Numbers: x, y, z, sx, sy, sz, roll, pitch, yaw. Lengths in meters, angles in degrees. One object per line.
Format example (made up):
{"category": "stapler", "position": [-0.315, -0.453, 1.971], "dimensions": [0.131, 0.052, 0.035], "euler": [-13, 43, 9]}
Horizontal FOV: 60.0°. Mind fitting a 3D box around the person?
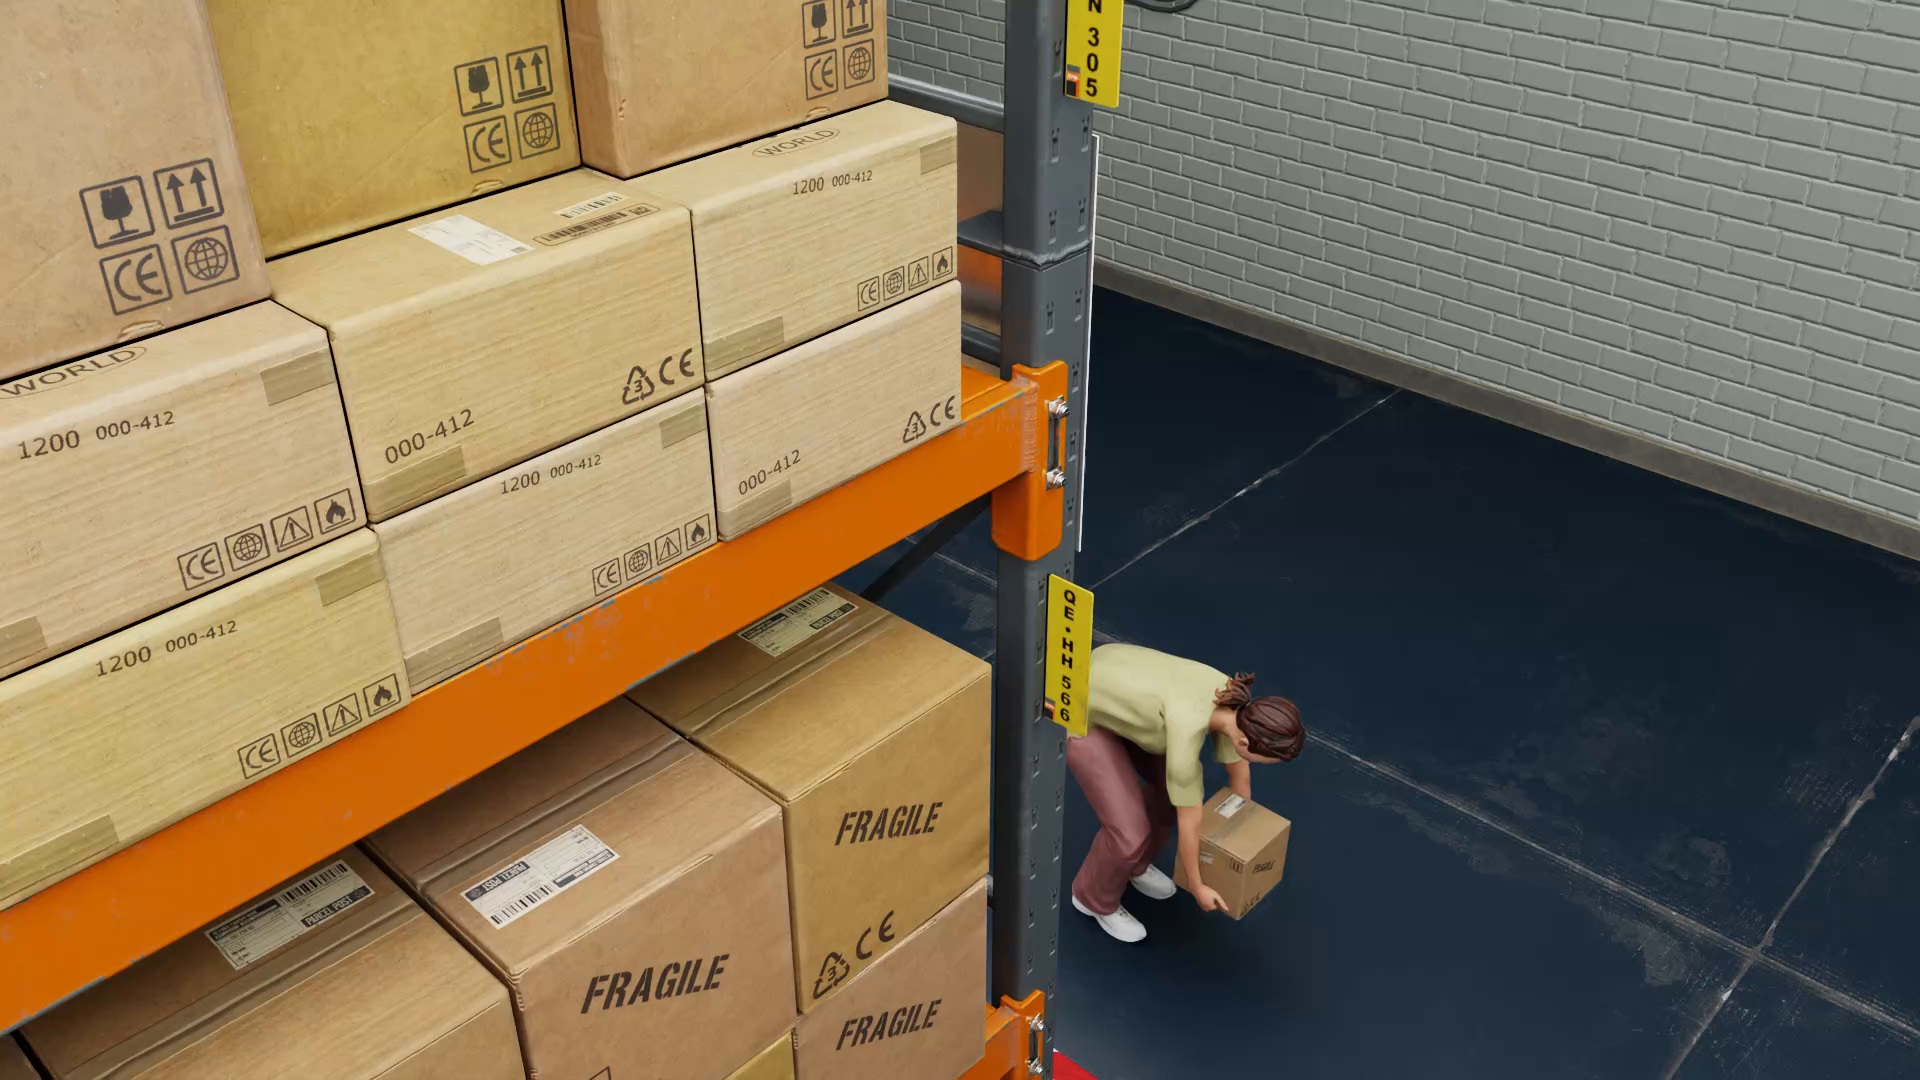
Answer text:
{"category": "person", "position": [0.673, 0.822, 5.340], "dimensions": [0.860, 1.104, 0.448], "euler": [23, 38, 33]}
